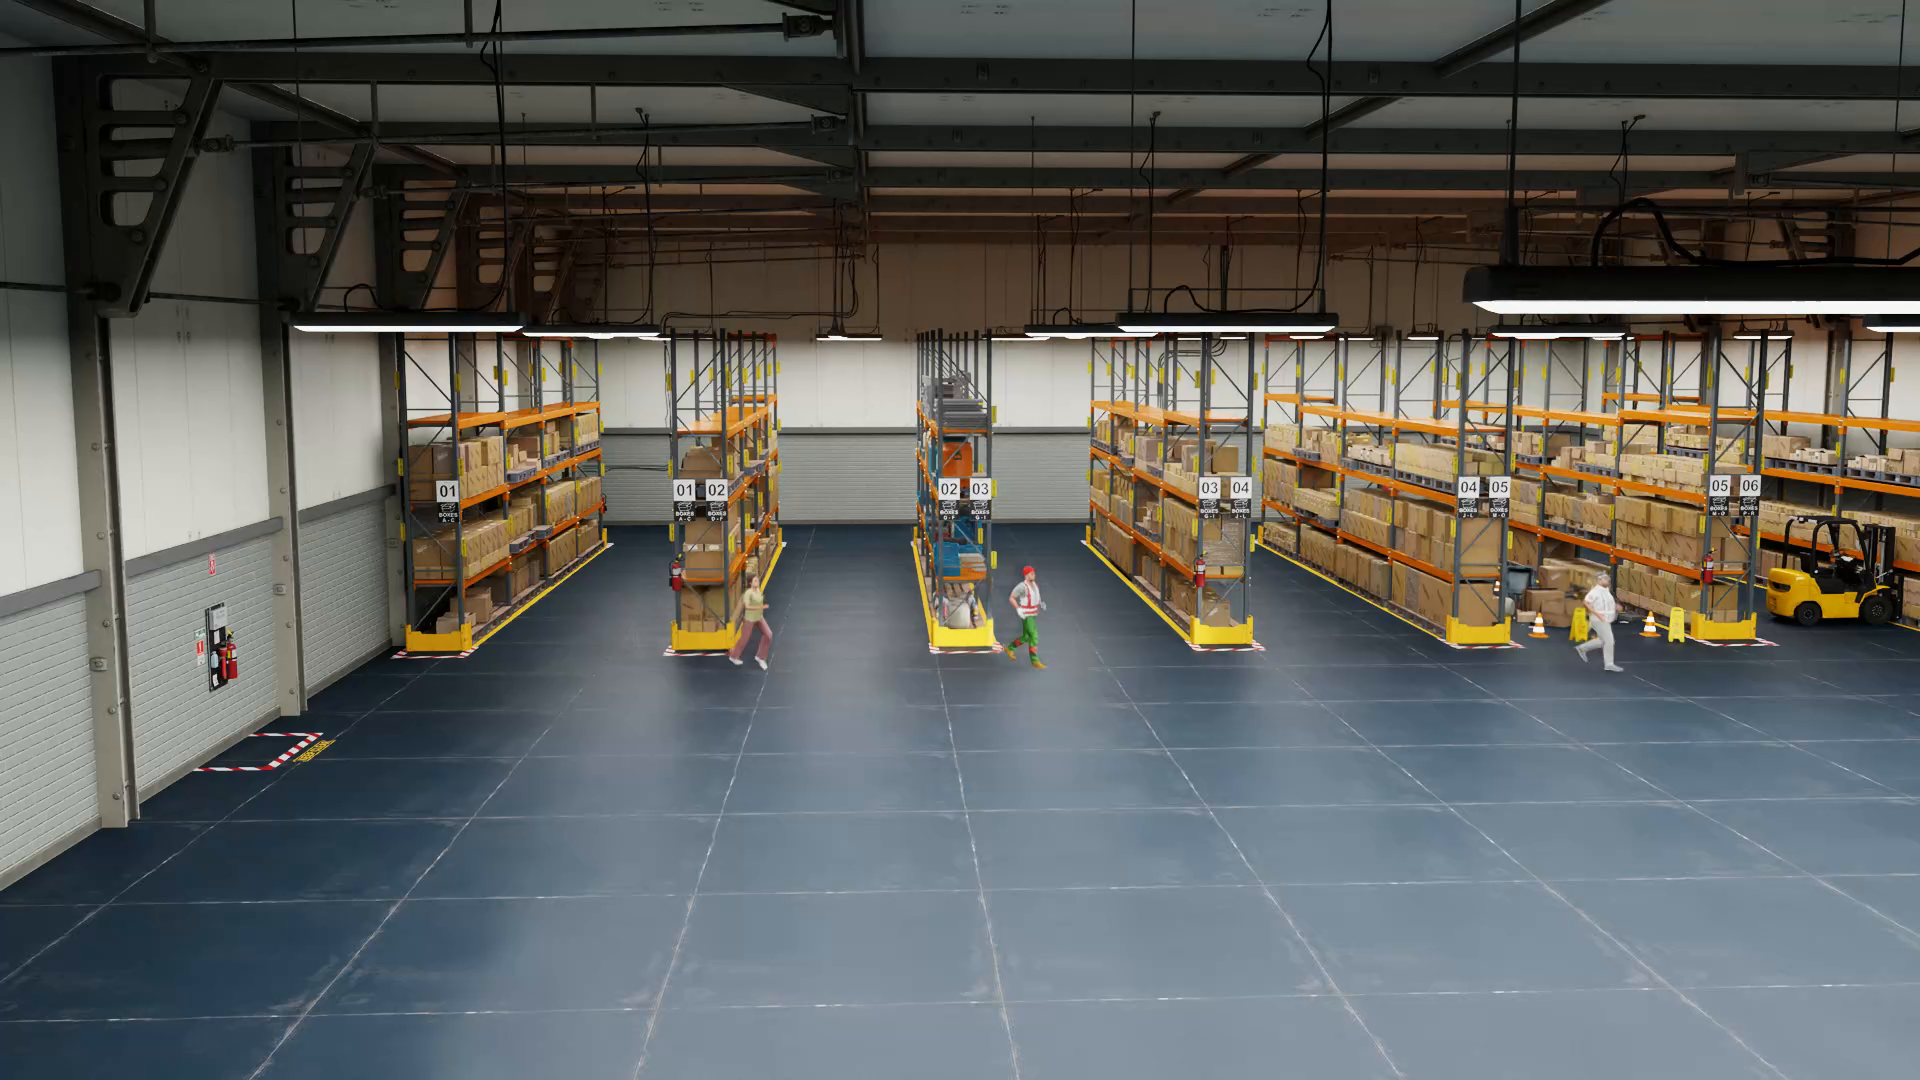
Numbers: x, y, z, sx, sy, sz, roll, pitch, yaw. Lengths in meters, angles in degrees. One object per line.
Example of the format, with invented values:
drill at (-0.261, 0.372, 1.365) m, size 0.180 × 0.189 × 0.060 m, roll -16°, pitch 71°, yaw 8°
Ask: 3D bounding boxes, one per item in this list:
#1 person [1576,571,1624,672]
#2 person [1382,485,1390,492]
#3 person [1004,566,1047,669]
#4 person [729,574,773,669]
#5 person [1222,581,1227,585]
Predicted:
person at (11.288, 1.401, 29.281) m, size 0.879 × 1.752 × 0.676 m, roll 6°, pitch 9°, yaw 41°
person at (12.495, -0.962, 49.372) m, size 0.973 × 1.729 × 0.662 m, roll -2°, pitch 7°, yaw -16°
person at (1.175, 1.344, 29.485) m, size 0.914 × 1.793 × 0.659 m, roll 4°, pitch 8°, yaw 33°
person at (-3.683, 1.437, 29.410) m, size 0.852 × 1.695 × 0.584 m, roll 4°, pitch 8°, yaw 32°
person at (6.362, 0.307, 39.524) m, size 0.570 × 1.561 × 0.603 m, roll 0°, pitch 7°, yaw 0°
